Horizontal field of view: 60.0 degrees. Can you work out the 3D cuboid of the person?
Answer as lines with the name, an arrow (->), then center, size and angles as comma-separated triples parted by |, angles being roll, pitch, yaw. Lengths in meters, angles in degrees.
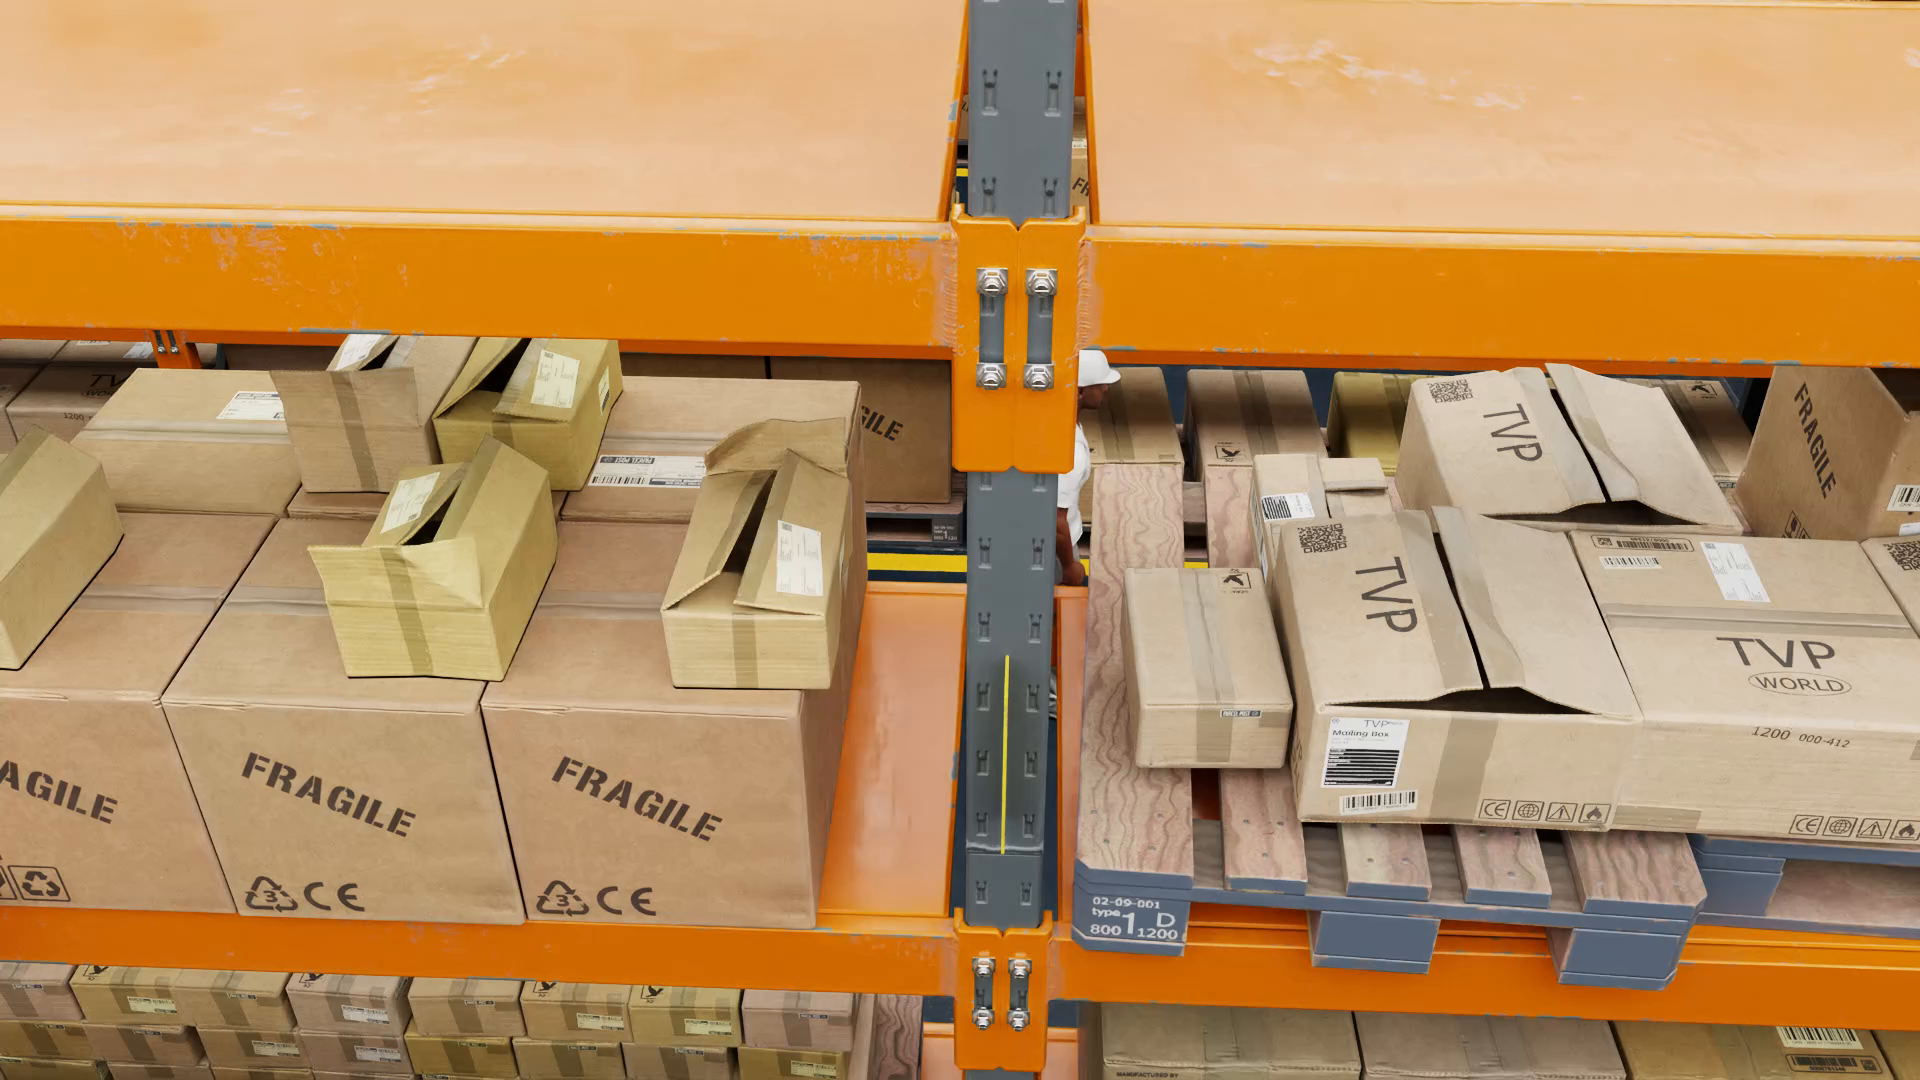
person -> 0.425, -0.048, 7.174 | 0.461, 1.755, 0.634 | -2, 36, -3
